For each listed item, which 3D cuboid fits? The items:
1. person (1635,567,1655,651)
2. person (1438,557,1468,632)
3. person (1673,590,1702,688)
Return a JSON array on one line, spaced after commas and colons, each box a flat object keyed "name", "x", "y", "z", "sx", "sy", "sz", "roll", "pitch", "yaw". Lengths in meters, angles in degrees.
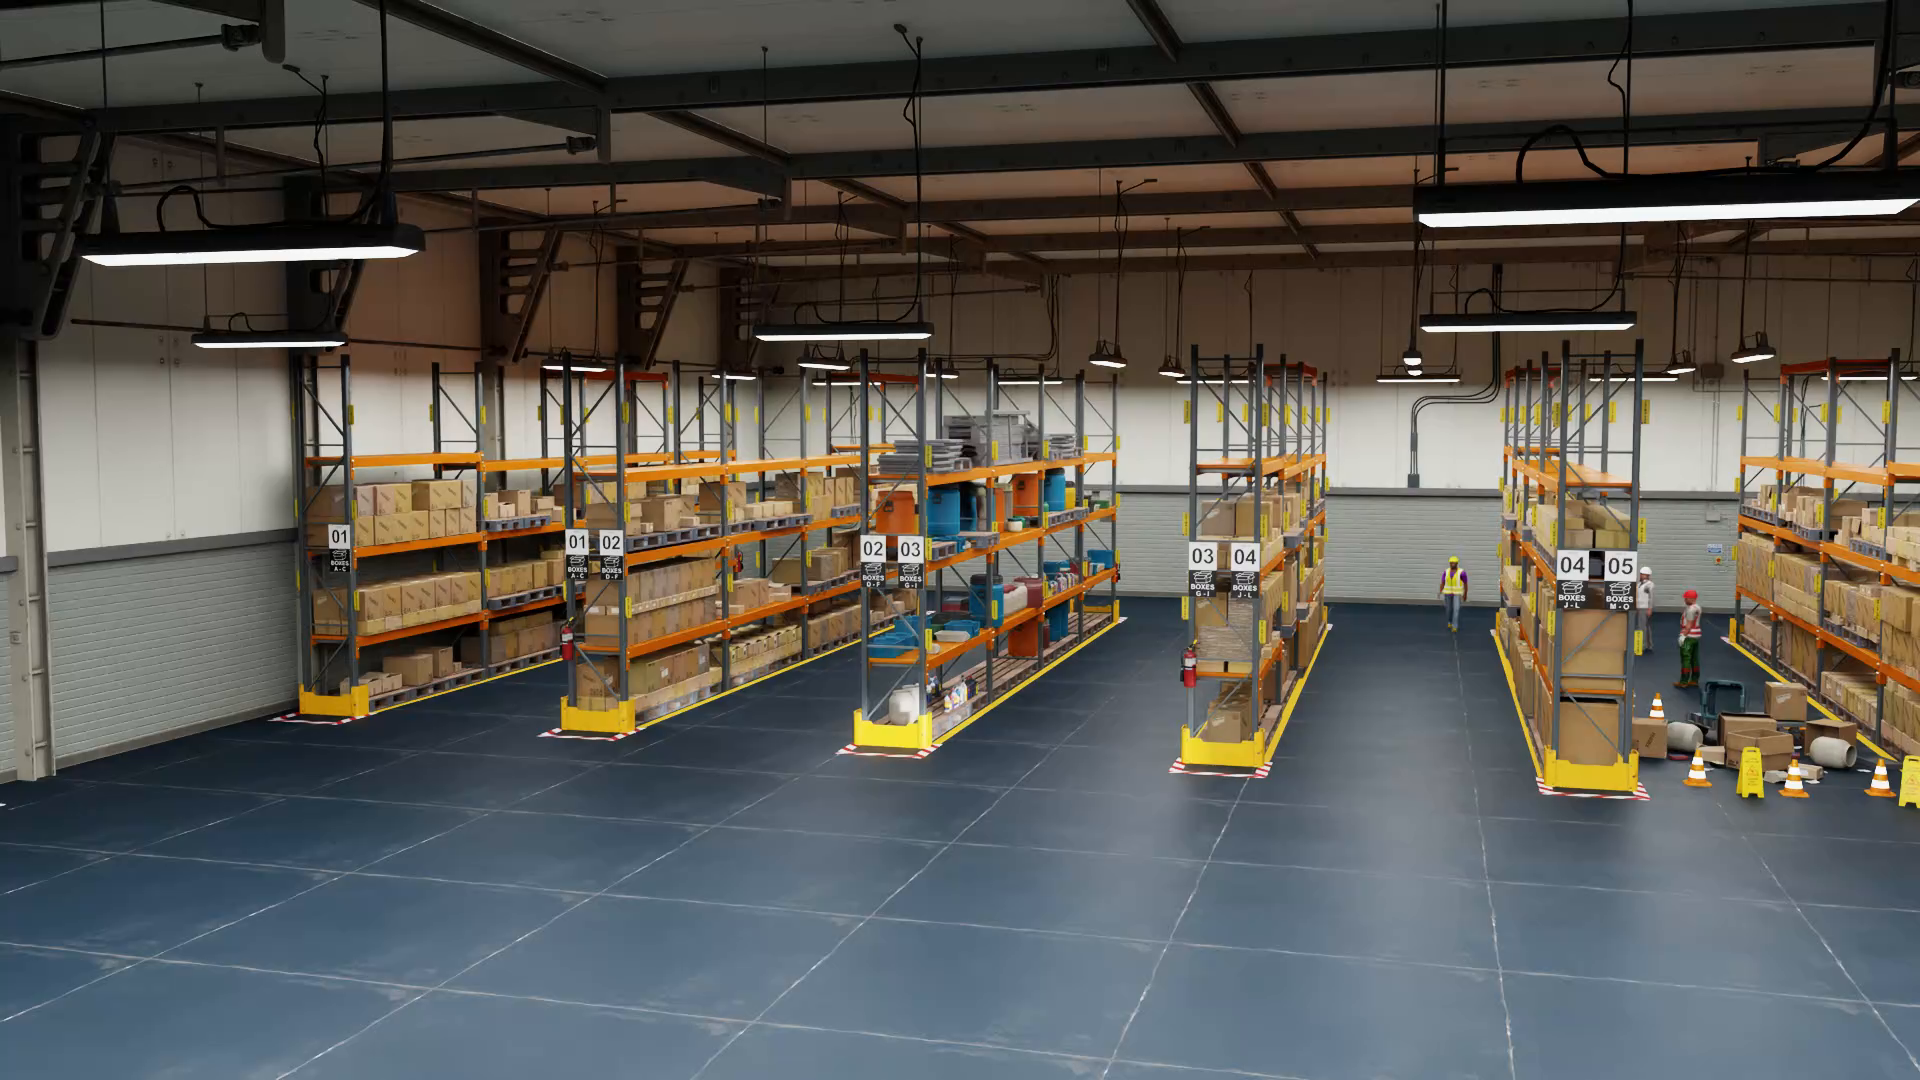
[{"name": "person", "x": 14.594, "y": 1.459, "z": 35.532, "sx": 0.442, "sy": 1.776, "sz": 0.561, "roll": 1, "pitch": 5, "yaw": 18}, {"name": "person", "x": 11.410, "y": 1.251, "z": 38.515, "sx": 0.657, "sy": 1.730, "sz": 0.986, "roll": 2, "pitch": 5, "yaw": 21}, {"name": "person", "x": 13.423, "y": 1.819, "z": 30.663, "sx": 0.630, "sy": 1.794, "sz": 0.413, "roll": -4, "pitch": 6, "yaw": -41}]
